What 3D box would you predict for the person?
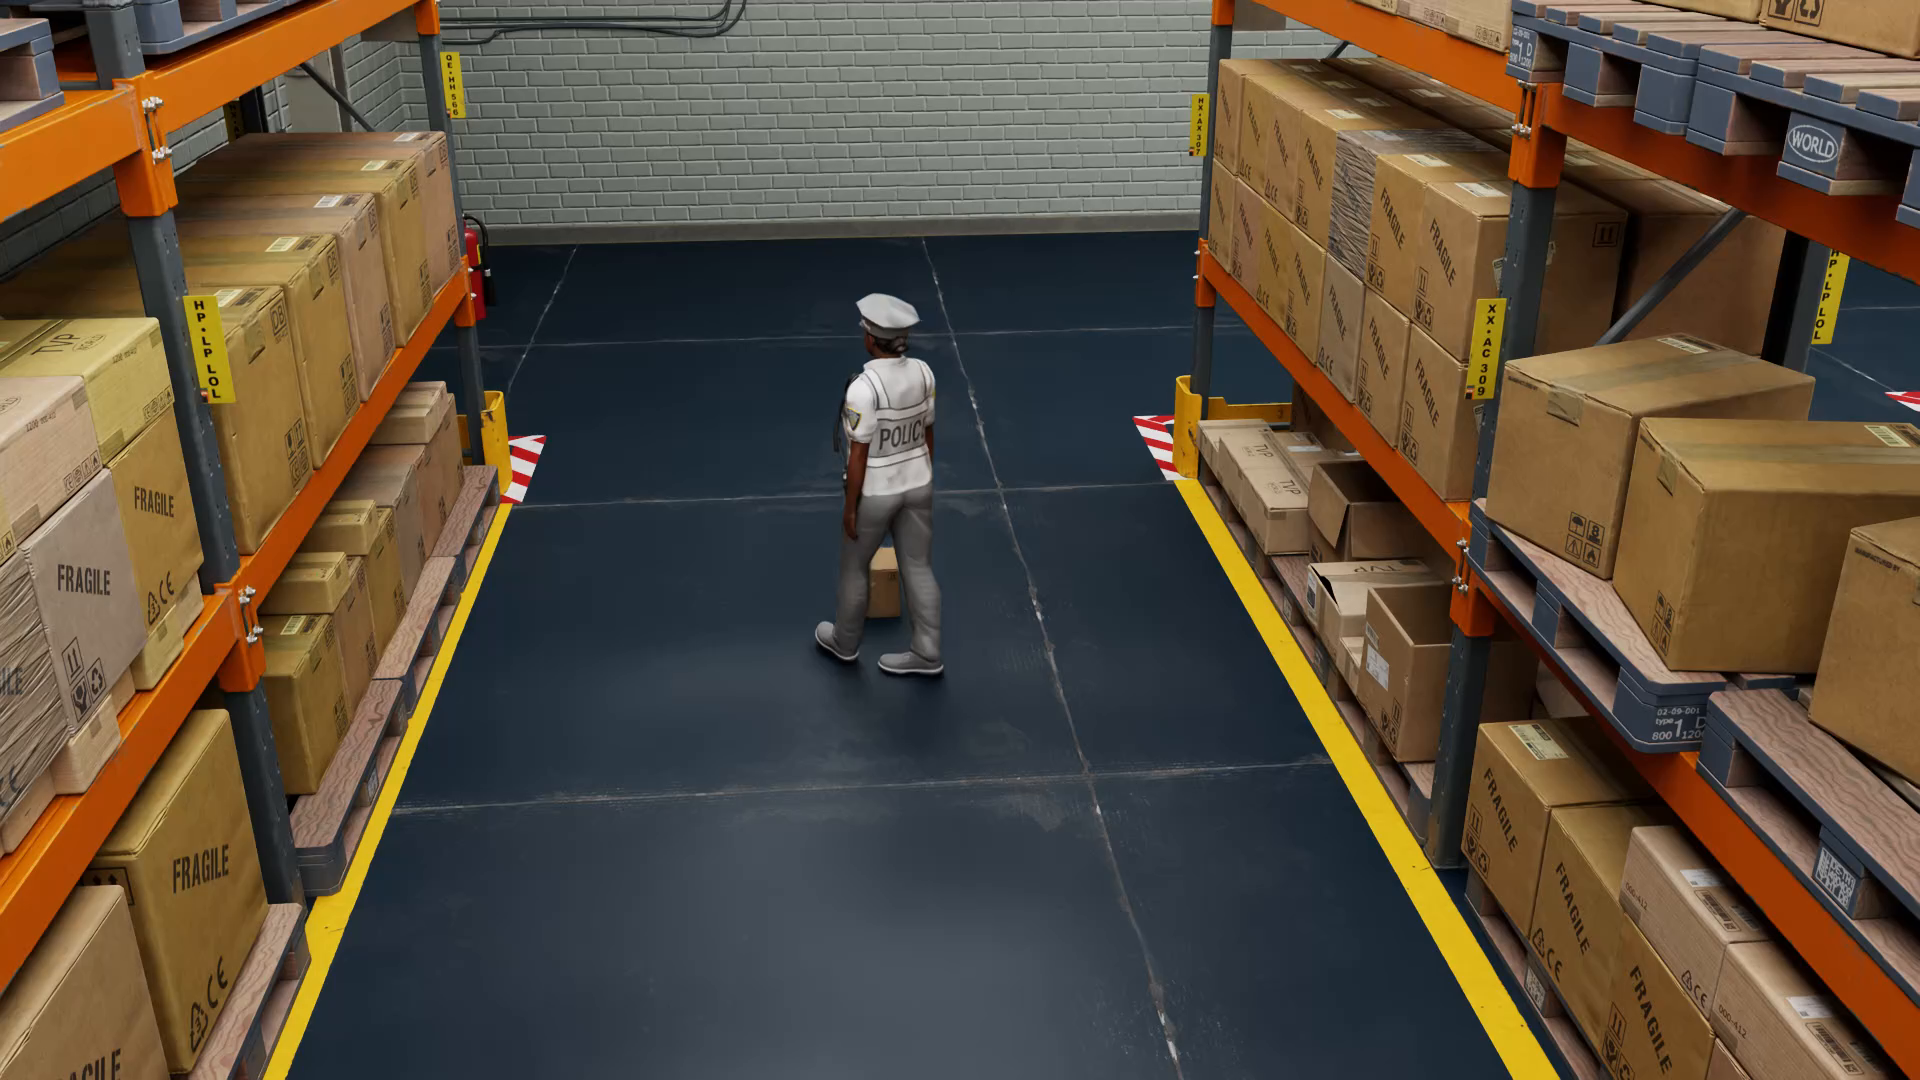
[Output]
[{"bbox_3d":[-0.364,-0.240,7.107,0.454,1.669,0.640,-18,30,-36],"label":"person"}]
